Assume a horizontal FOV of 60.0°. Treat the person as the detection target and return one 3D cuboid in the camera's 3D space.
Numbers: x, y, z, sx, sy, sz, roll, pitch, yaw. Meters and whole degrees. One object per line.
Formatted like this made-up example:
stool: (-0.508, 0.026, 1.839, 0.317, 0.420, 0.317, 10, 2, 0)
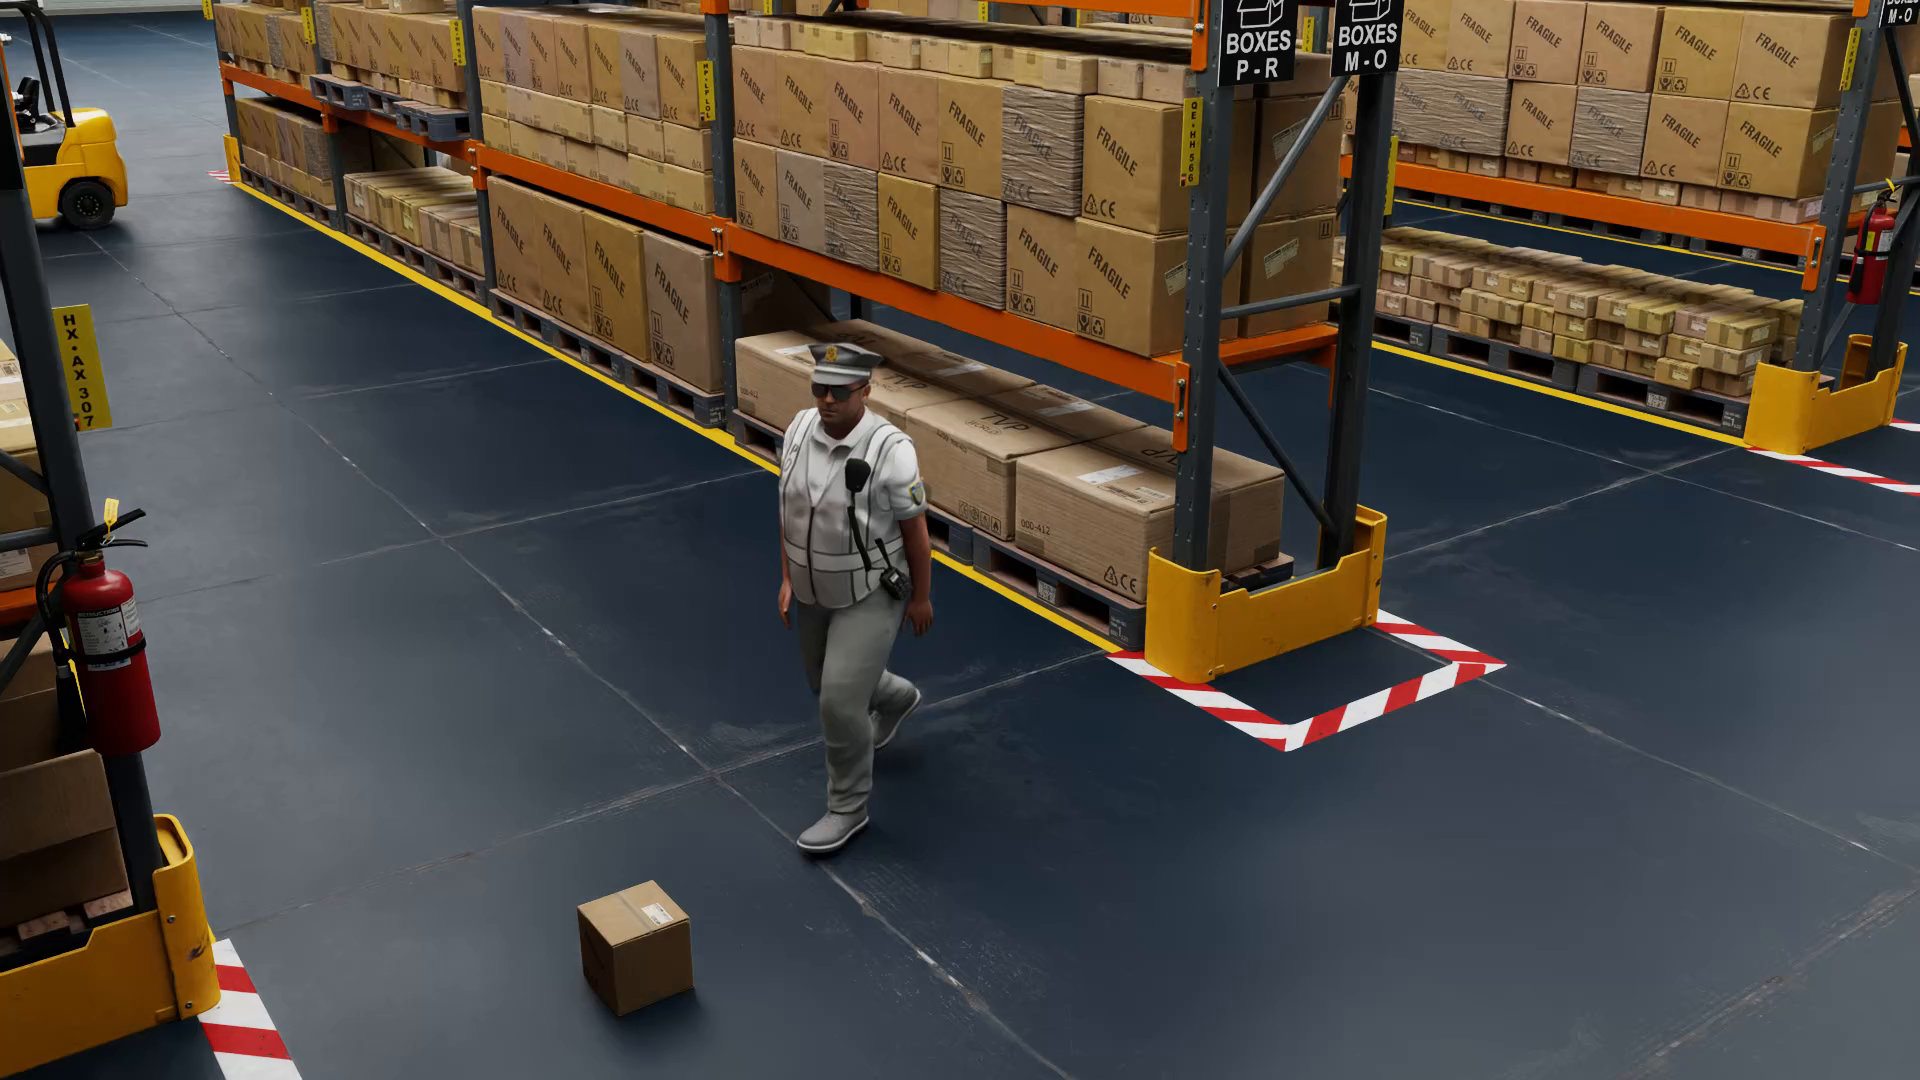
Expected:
person: (-0.344, 0.123, 5.730, 0.537, 1.726, 0.907, 14, 25, 32)
